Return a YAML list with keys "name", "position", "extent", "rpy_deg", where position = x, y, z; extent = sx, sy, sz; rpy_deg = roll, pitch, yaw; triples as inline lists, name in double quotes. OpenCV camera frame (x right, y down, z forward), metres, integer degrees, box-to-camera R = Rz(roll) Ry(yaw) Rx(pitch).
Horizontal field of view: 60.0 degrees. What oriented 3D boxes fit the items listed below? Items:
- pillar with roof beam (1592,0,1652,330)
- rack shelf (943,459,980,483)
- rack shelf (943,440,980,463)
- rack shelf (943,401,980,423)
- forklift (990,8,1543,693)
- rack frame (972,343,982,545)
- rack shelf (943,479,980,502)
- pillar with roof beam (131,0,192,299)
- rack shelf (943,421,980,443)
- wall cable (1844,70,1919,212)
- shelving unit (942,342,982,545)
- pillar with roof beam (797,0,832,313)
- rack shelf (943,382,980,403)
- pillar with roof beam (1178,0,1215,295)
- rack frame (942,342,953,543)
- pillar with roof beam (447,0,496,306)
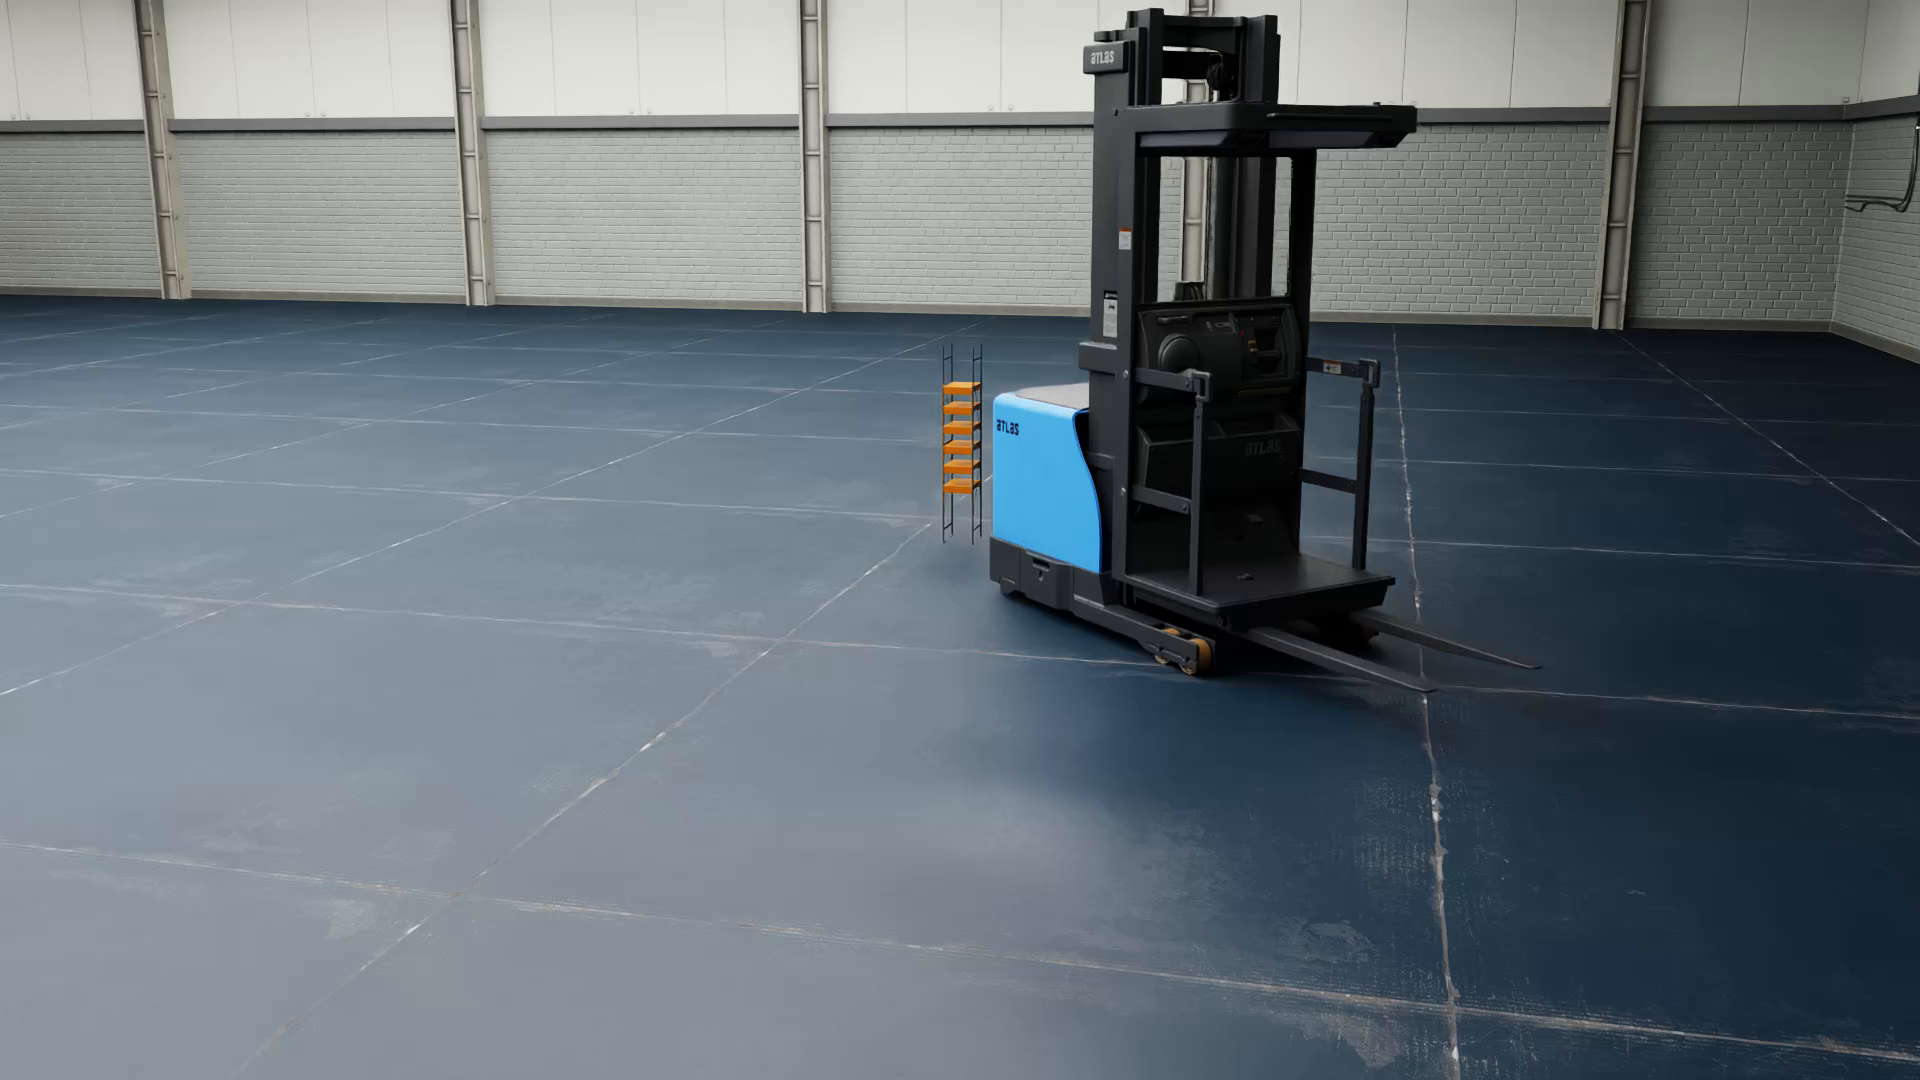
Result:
- name: "pillar with roof beam"
  position: [8.321, -6.546, 18.962]
  extent: [0.400, 9.000, 9.100]
  rpy_deg: [3, 13, 14]
- name: "rack shelf"
  position: [0.014, -0.424, 10.136]
  extent: [0.180, 0.103, 0.258]
  rpy_deg: [3, 13, 14]
- name: "rack shelf"
  position: [0.014, -0.542, 10.110]
  extent: [0.180, 0.103, 0.258]
  rpy_deg: [3, 13, 14]
- name: "rack shelf"
  position: [0.014, -0.776, 10.058]
  extent: [0.180, 0.103, 0.258]
  rpy_deg: [3, 13, 14]
- name: "forklift"
  position: [1.345, -0.937, 7.690]
  extent: [1.130, 2.935, 3.031]
  rpy_deg: [-7, 14, -30]
- name: "rack frame"
  position: [0.103, -0.580, 10.079]
  extent: [0.006, 1.200, 0.240]
  rpy_deg: [3, 13, 14]
- name: "rack shelf"
  position: [0.014, -0.307, 10.162]
  extent: [0.180, 0.103, 0.258]
  rpy_deg: [3, 13, 14]
- name: "pillar with roof beam"
  position: [-14.980, -7.792, 24.576]
  extent: [0.400, 9.000, 9.100]
  rpy_deg: [3, 13, 14]
- name: "rack shelf"
  position: [0.014, -0.659, 10.084]
  extent: [0.180, 0.103, 0.258]
  rpy_deg: [3, 13, 14]
- name: "wall cable"
  position: [11.896, -5.504, 21.437]
  extent: [0.112, 2.526, 3.097]
  rpy_deg: [3, 13, 14]
- name: "shelving unit"
  position: [0.014, -0.585, 10.100]
  extent: [0.189, 1.200, 0.258]
  rpy_deg: [3, 13, 14]
- name: "pillar with roof beam"
  position: [-3.329, -7.169, 21.769]
  extent: [0.400, 9.000, 9.100]
  rpy_deg: [3, 13, 14]
- name: "rack shelf"
  position: [0.014, -0.893, 10.032]
  extent: [0.180, 0.103, 0.258]
  rpy_deg: [3, 13, 14]
- name: "pillar with roof beam"
  position: [2.496, -6.857, 20.366]
  extent: [0.400, 9.000, 9.100]
  rpy_deg: [3, 13, 14]
- name: "rack frame"
  position: [-0.075, -0.590, 10.122]
  extent: [0.006, 1.200, 0.240]
  rpy_deg: [3, 13, 14]
- name: "pillar with roof beam"
  position: [-9.154, -7.480, 23.173]
  extent: [0.400, 9.000, 9.100]
  rpy_deg: [3, 13, 14]
